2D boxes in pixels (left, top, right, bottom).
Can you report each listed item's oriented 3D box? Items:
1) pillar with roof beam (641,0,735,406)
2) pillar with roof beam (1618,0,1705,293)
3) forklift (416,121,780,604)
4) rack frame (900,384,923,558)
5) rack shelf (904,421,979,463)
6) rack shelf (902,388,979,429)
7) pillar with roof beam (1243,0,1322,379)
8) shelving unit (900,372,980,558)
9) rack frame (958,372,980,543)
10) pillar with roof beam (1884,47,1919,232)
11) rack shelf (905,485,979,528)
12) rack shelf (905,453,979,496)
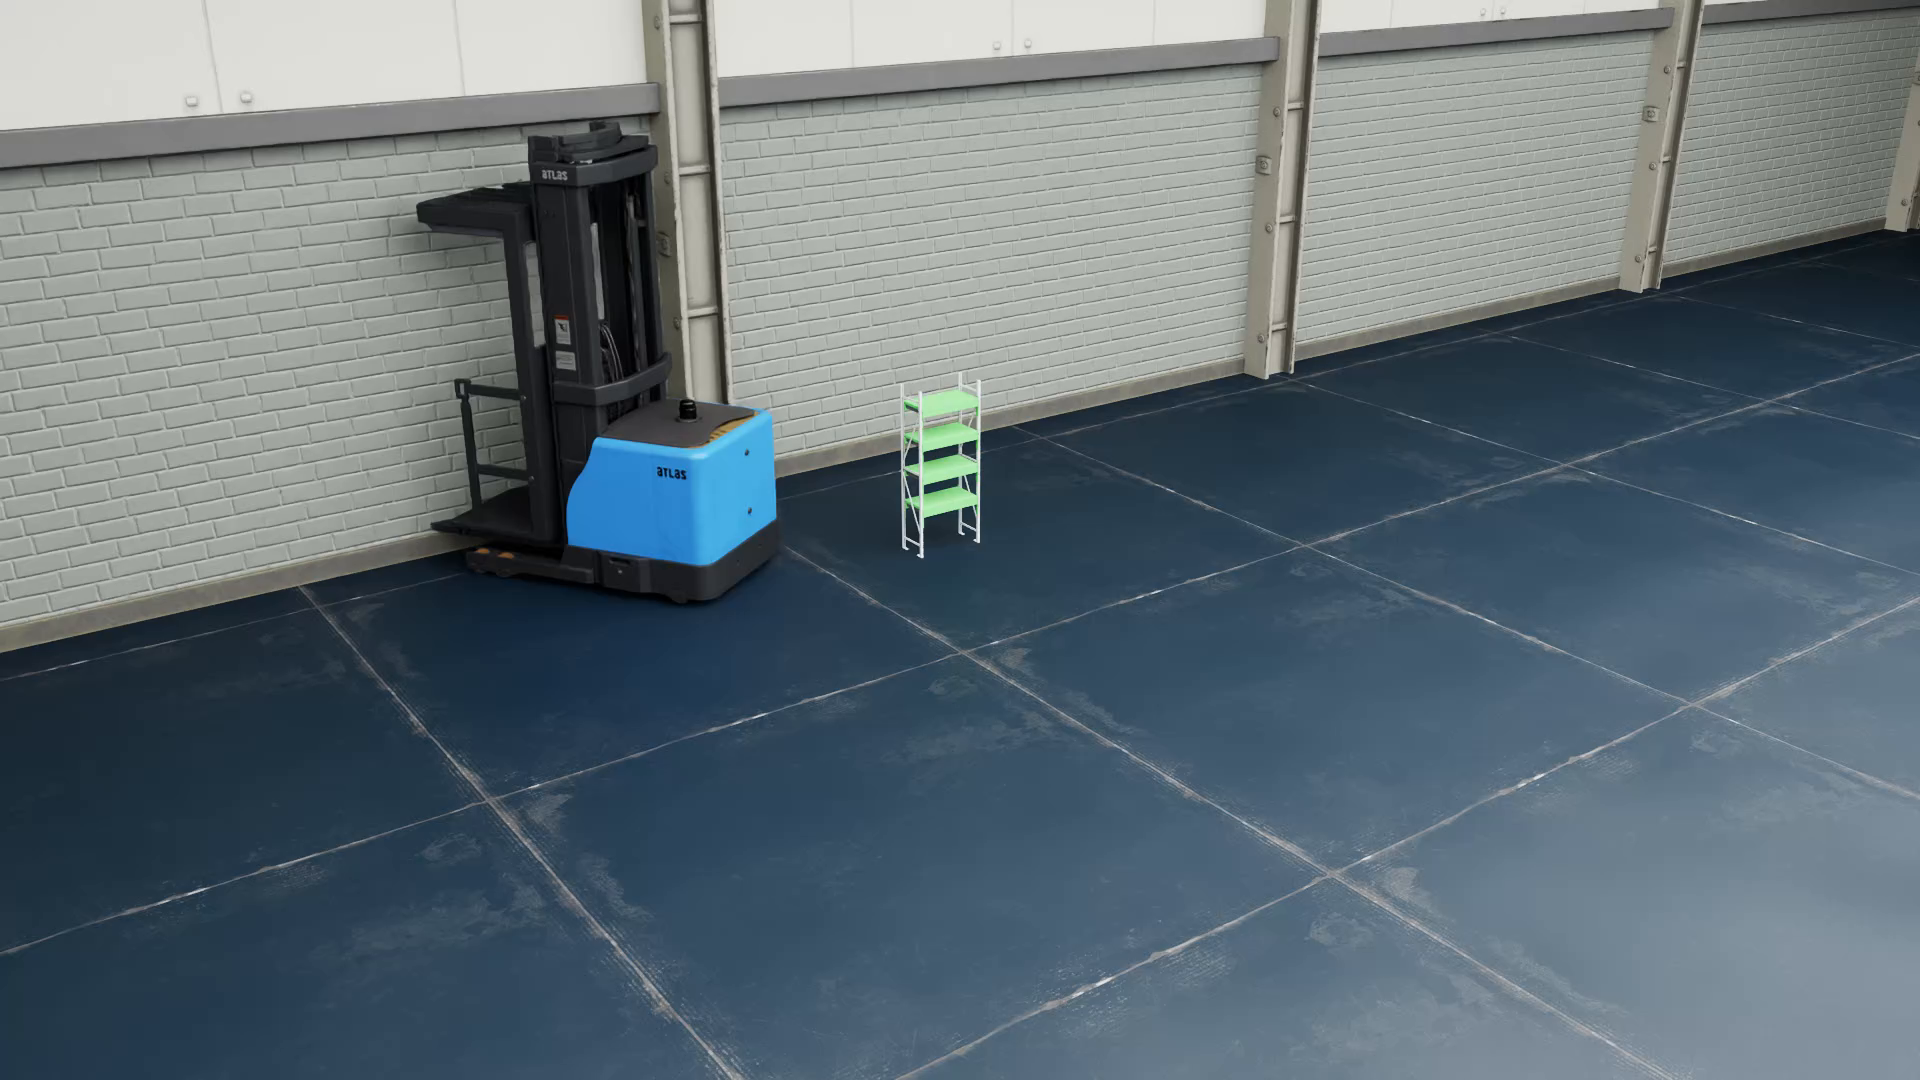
[{"bbox_3d":[0.590,-3.191,7.752,0.400,9.000,9.100,-15,26,-33],"label":"pillar with roof beam"},{"bbox_3d":[10.331,-5.789,14.261,0.400,9.000,9.100,-15,26,-33],"label":"pillar with roof beam"},{"bbox_3d":[-2.816,-1.279,11.147,3.031,2.935,1.130,8,23,20],"label":"forklift"},{"bbox_3d":[-0.332,-0.469,11.452,0.015,1.200,0.240,-15,26,-33],"label":"rack frame"},{"bbox_3d":[-0.134,-0.685,11.519,0.480,0.148,0.258,-15,26,-33],"label":"rack shelf"},{"bbox_3d":[-0.134,-0.908,11.430,0.480,0.148,0.258,-15,26,-33],"label":"rack shelf"},{"bbox_3d":[5.461,-4.490,11.007,0.400,9.000,9.100,-15,26,-33],"label":"pillar with roof beam"},{"bbox_3d":[-0.134,-0.521,11.584,0.503,1.200,0.258,-15,26,-33],"label":"shelving unit"},{"bbox_3d":[0.064,-0.574,11.717,0.015,1.200,0.240,-15,26,-33],"label":"rack frame"},{"bbox_3d":[15.202,-7.088,17.516,0.400,9.000,9.100,-15,26,-33],"label":"pillar with roof beam"},{"bbox_3d":[-0.134,-0.239,11.697,0.480,0.148,0.258,-15,26,-33],"label":"rack shelf"},{"bbox_3d":[-0.134,-0.462,11.608,0.480,0.148,0.258,-15,26,-33],"label":"rack shelf"}]
